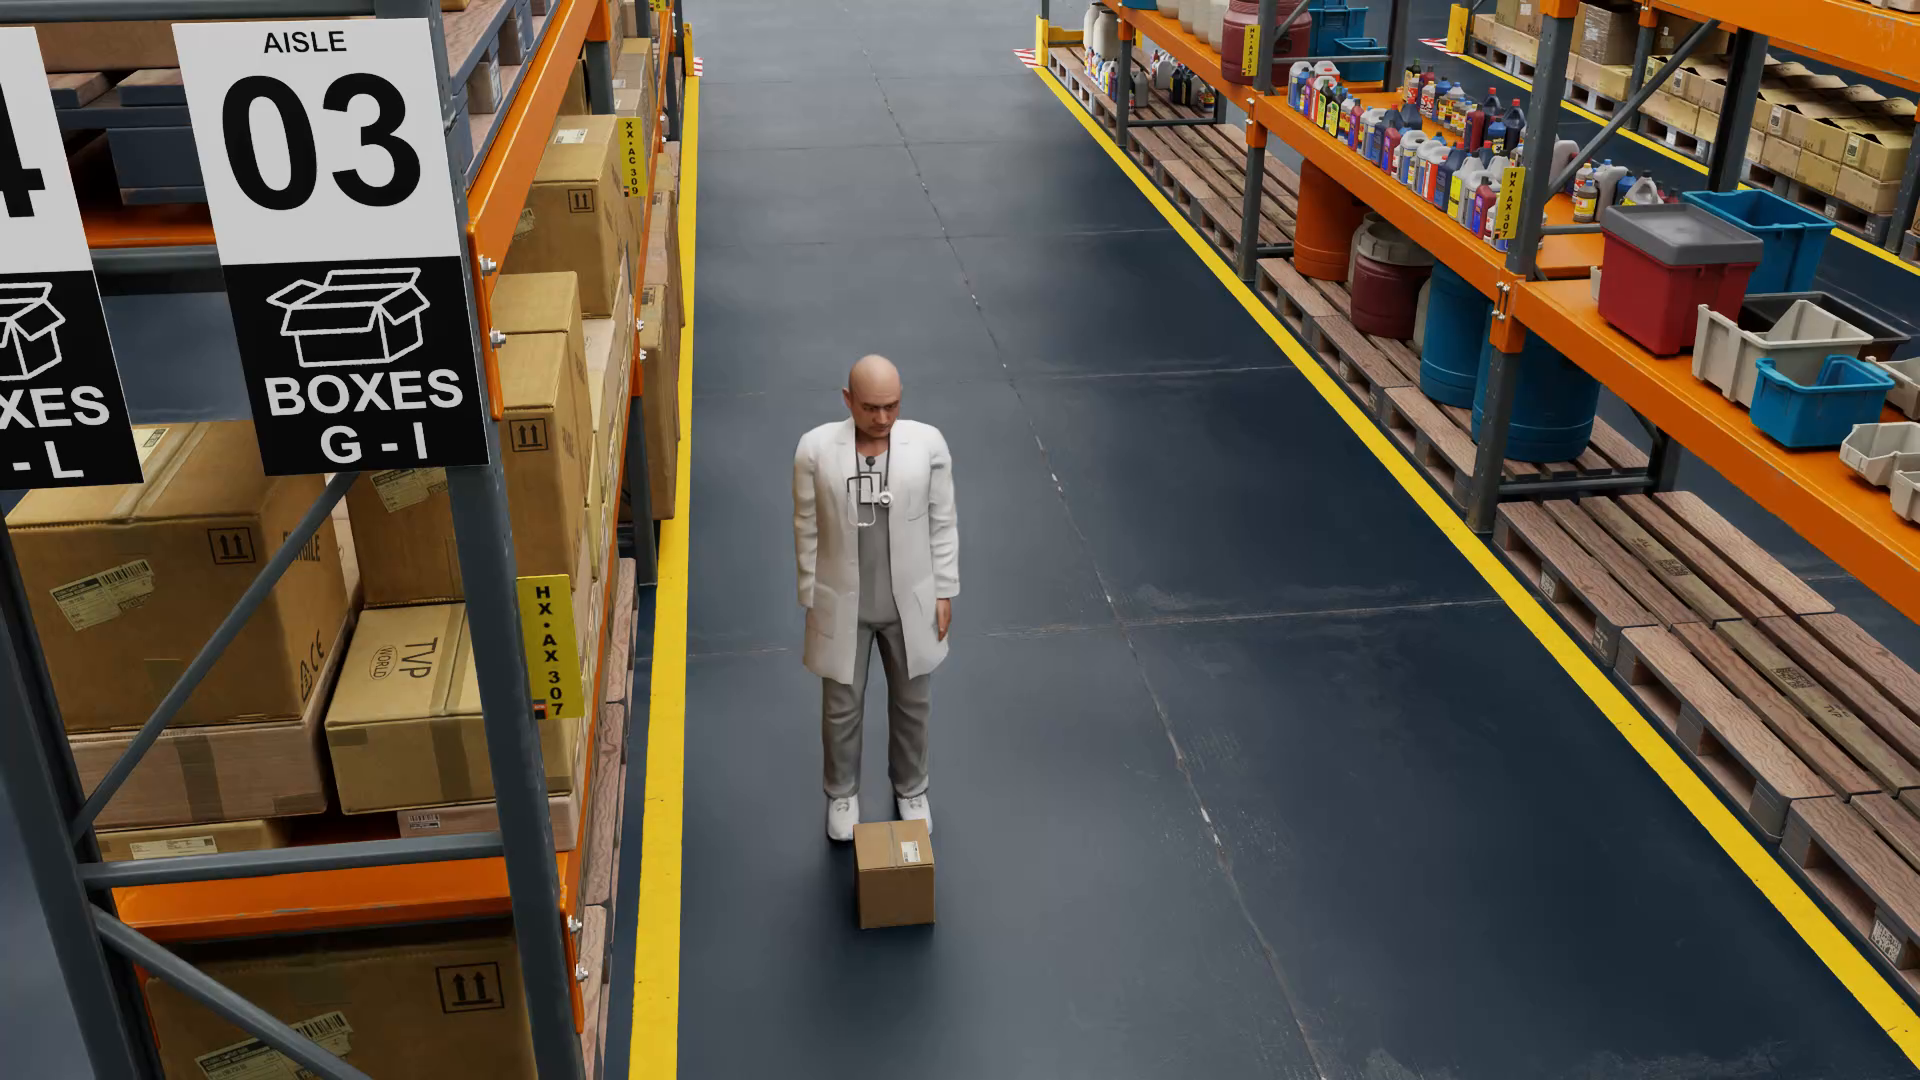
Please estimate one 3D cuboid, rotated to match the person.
[{"bbox_3d":[-0.278,0.218,5.719,0.562,1.783,0.384,-3,27,-6],"label":"person"}]
